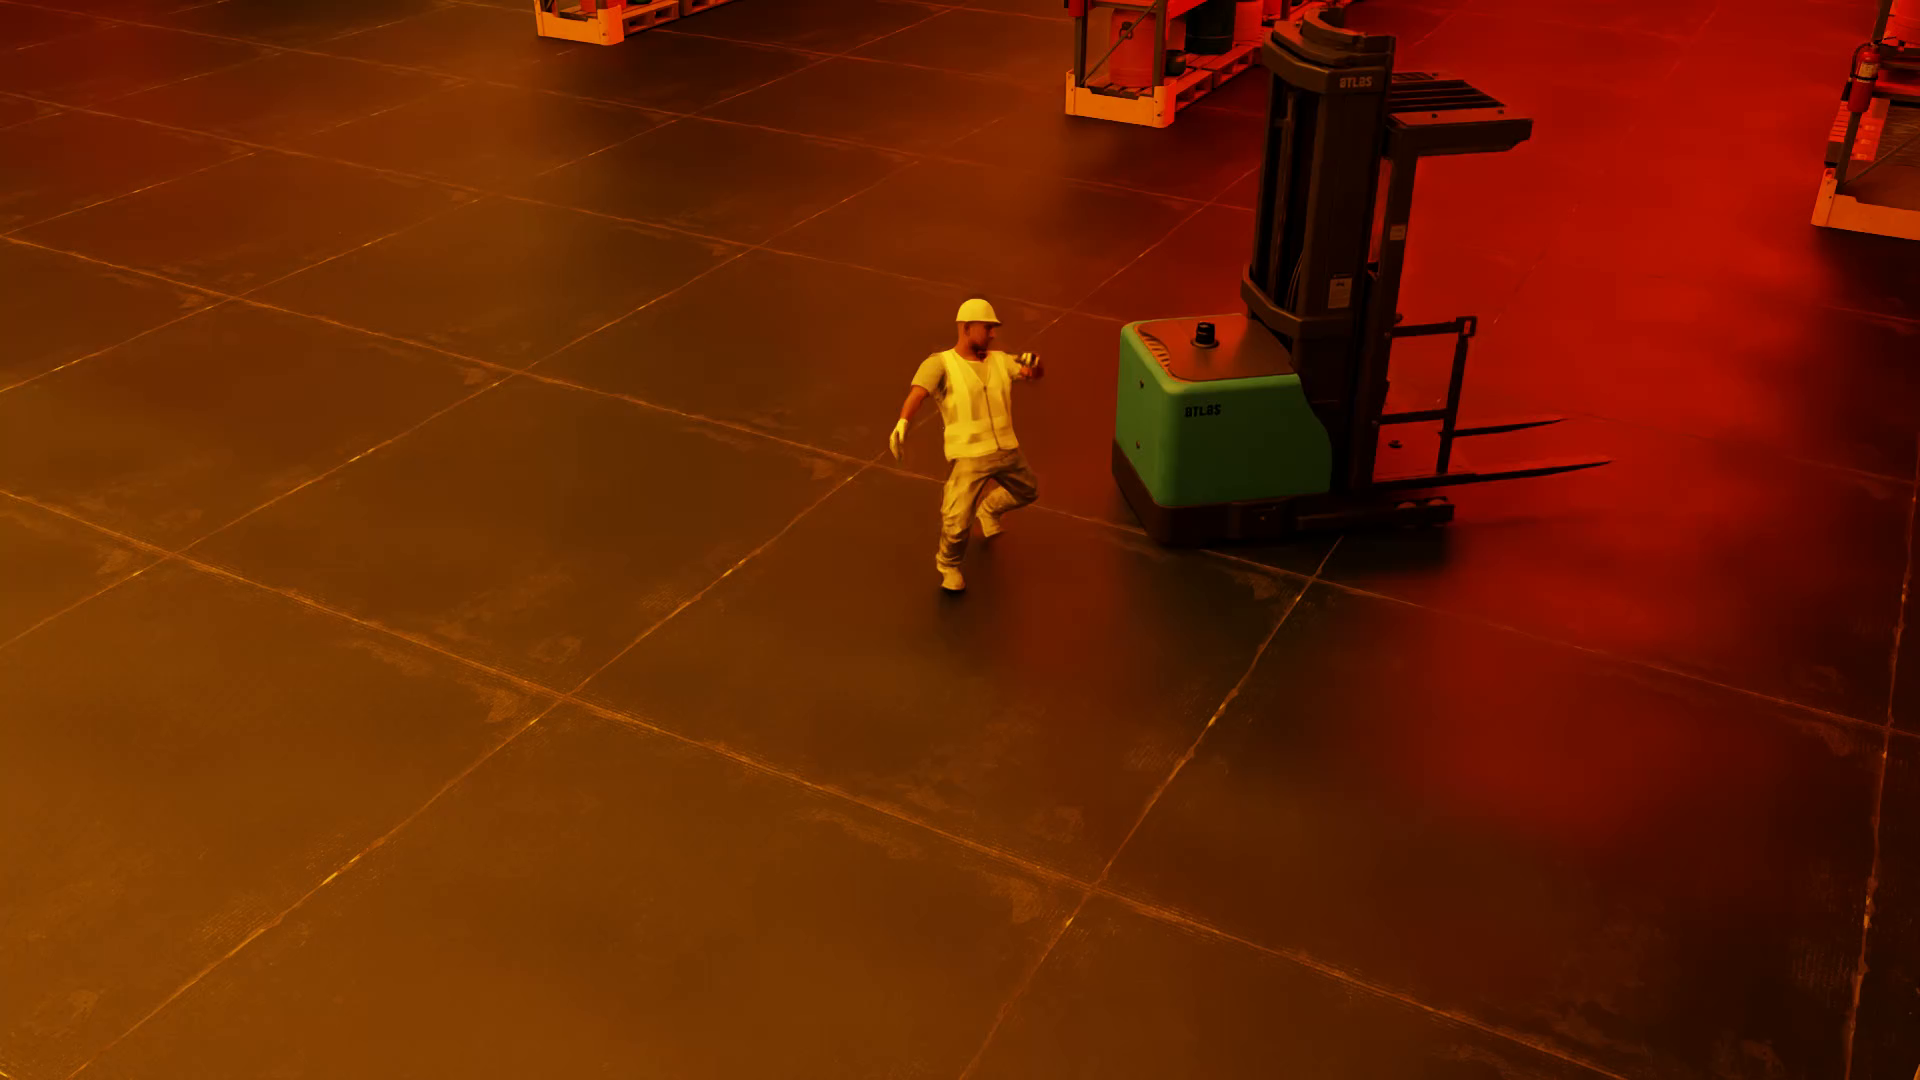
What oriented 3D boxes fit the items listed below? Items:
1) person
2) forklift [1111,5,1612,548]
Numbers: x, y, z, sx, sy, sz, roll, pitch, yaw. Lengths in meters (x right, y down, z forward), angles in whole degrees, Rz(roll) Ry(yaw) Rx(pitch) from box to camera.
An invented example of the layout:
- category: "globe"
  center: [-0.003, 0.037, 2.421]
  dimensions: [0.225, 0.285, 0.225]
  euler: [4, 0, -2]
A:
- category: "person"
  center: [0.021, -0.446, 9.196]
  dimensions: [1.078, 1.539, 0.786]
  euler: [-23, 37, -34]
- category: "forklift"
  center: [2.537, -1.584, 9.816]
  dimensions: [3.031, 2.935, 1.130]
  euler: [-6, 30, -10]
